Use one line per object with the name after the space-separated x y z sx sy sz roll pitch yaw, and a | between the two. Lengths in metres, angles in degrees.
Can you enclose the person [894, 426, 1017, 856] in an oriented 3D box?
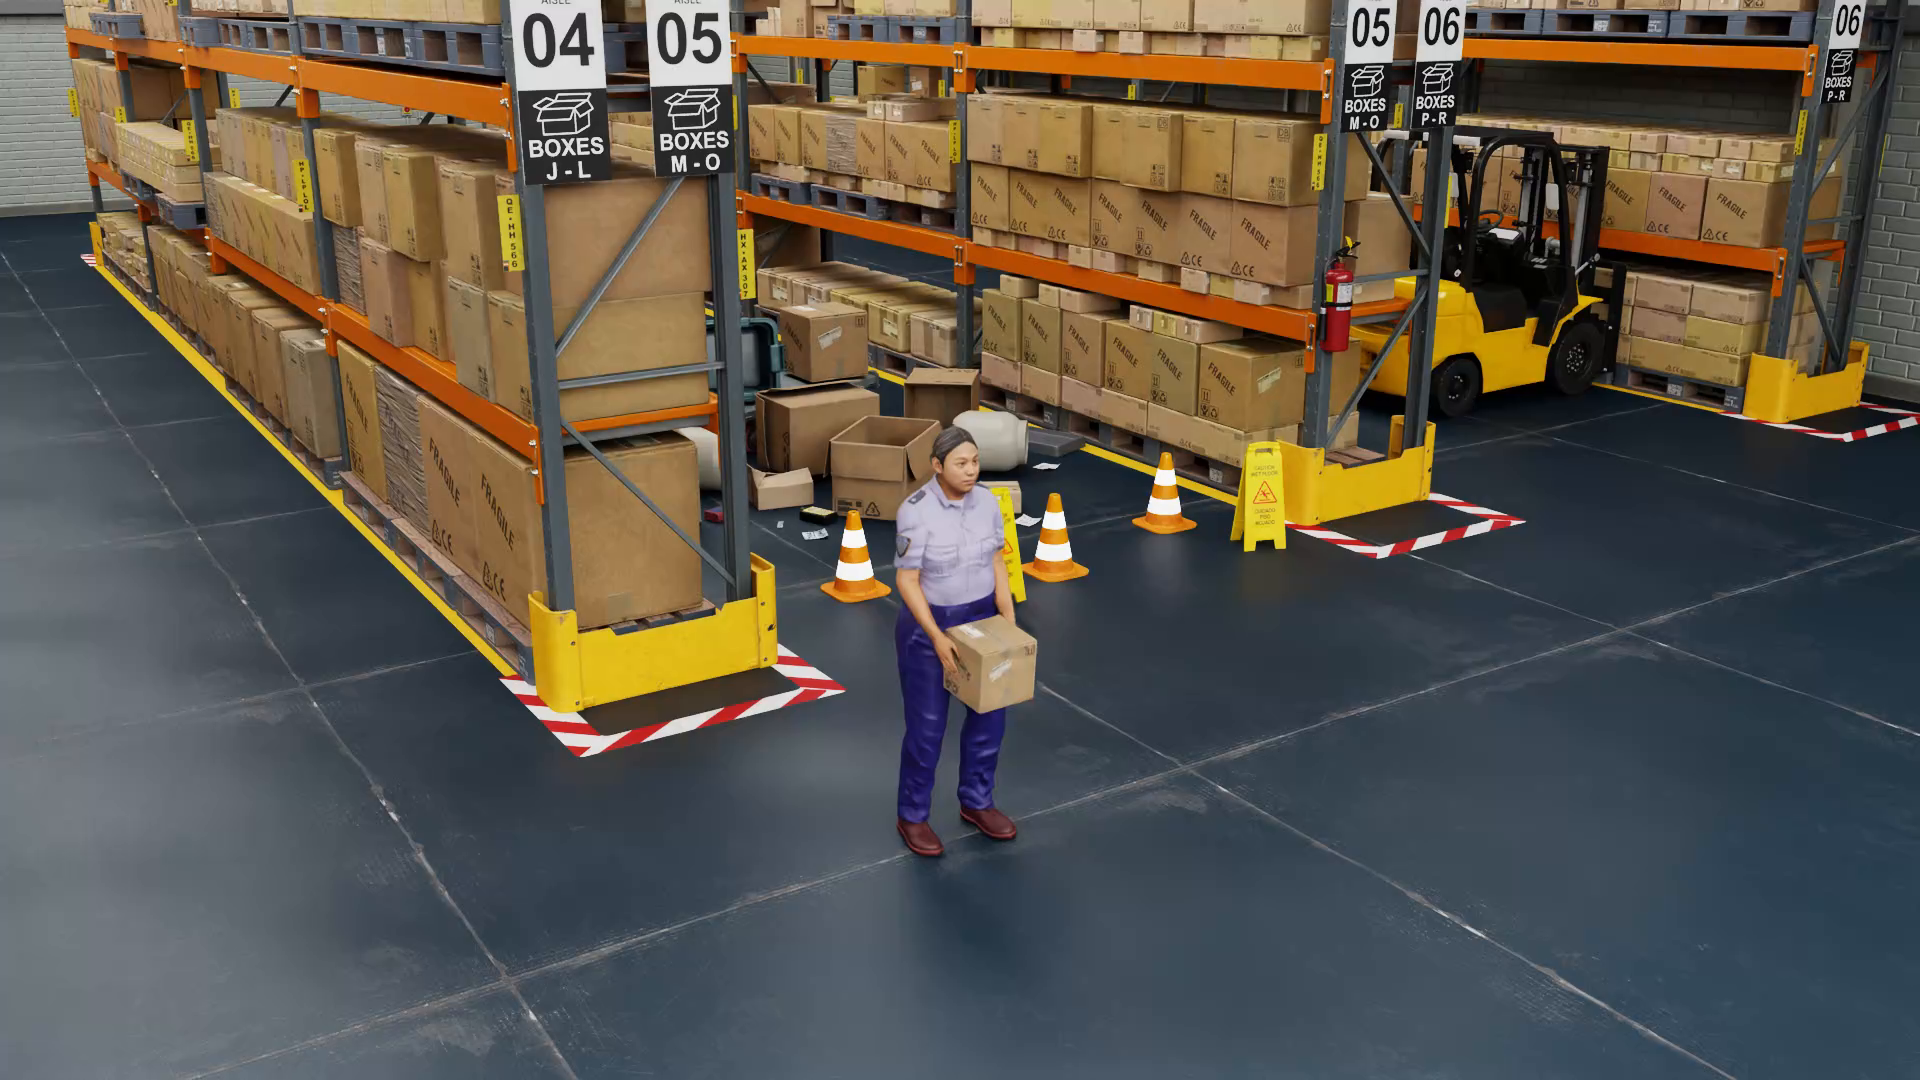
-0.016 0.374 6.425 0.503 1.656 0.423 -12 22 -32 | person
